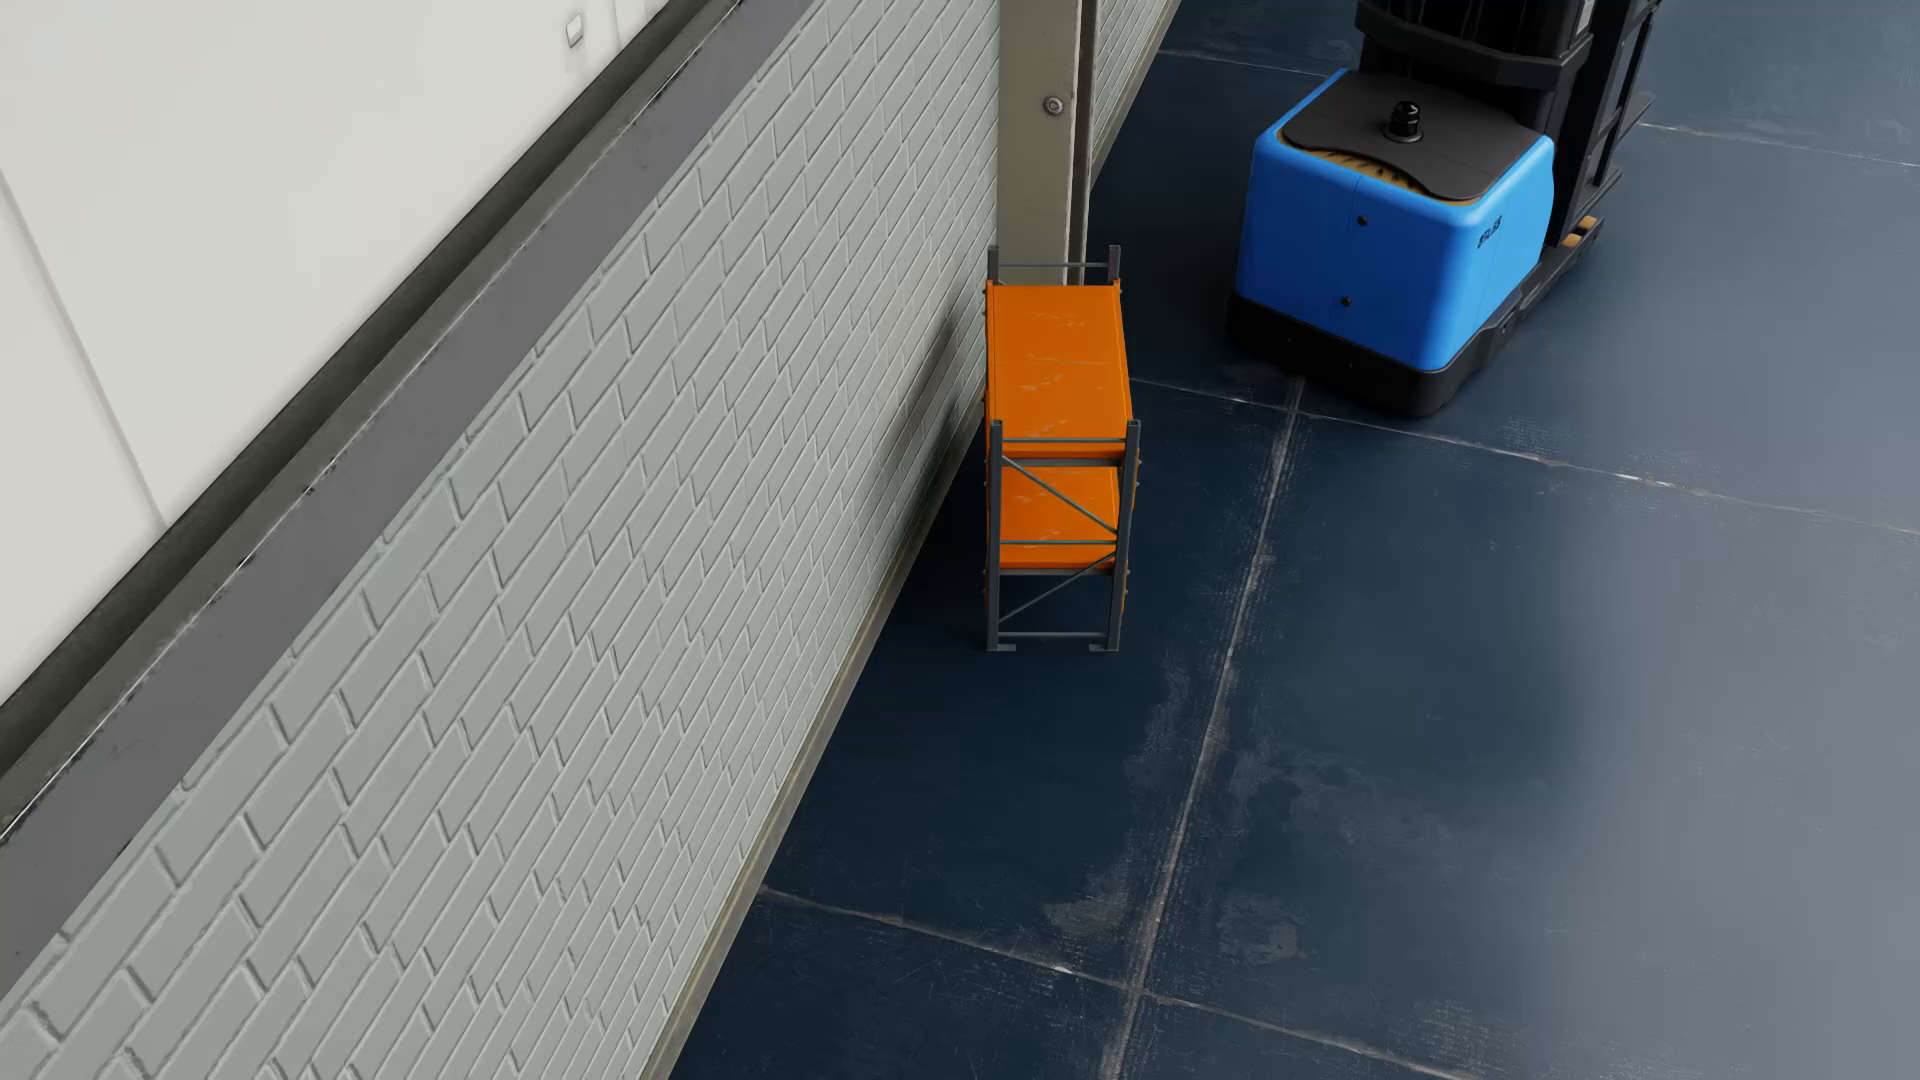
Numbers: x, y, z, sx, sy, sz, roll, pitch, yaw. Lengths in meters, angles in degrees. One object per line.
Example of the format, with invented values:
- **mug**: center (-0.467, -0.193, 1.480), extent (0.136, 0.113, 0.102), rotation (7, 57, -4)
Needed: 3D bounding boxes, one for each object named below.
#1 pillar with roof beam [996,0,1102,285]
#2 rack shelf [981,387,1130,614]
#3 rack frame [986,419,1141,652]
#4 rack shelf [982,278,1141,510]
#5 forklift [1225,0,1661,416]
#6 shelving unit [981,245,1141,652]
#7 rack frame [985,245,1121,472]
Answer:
- **pillar with roof beam**: center (4.452, -3.122, 3.506), extent (9.100, 9.000, 0.400), rotation (13, 46, 13)
- **rack shelf**: center (0.353, -0.170, 6.469), extent (0.538, 0.278, 1.000), rotation (0, 44, 0)
- **rack frame**: center (0.351, 0.011, 5.935), extent (0.500, 1.125, 0.032), rotation (0, 44, 0)
- **rack shelf**: center (0.353, -0.554, 6.093), extent (0.538, 0.278, 1.000), rotation (0, 44, 0)
- **forklift**: center (2.511, -2.564, 7.275), extent (1.130, 2.935, 3.031), rotation (28, 51, 26)
- **shelving unit**: center (0.353, -0.345, 6.298), extent (0.538, 1.125, 1.048), rotation (0, 44, 0)
- **rack frame**: center (0.354, -0.700, 6.661), extent (0.500, 1.125, 0.032), rotation (0, 44, 0)
